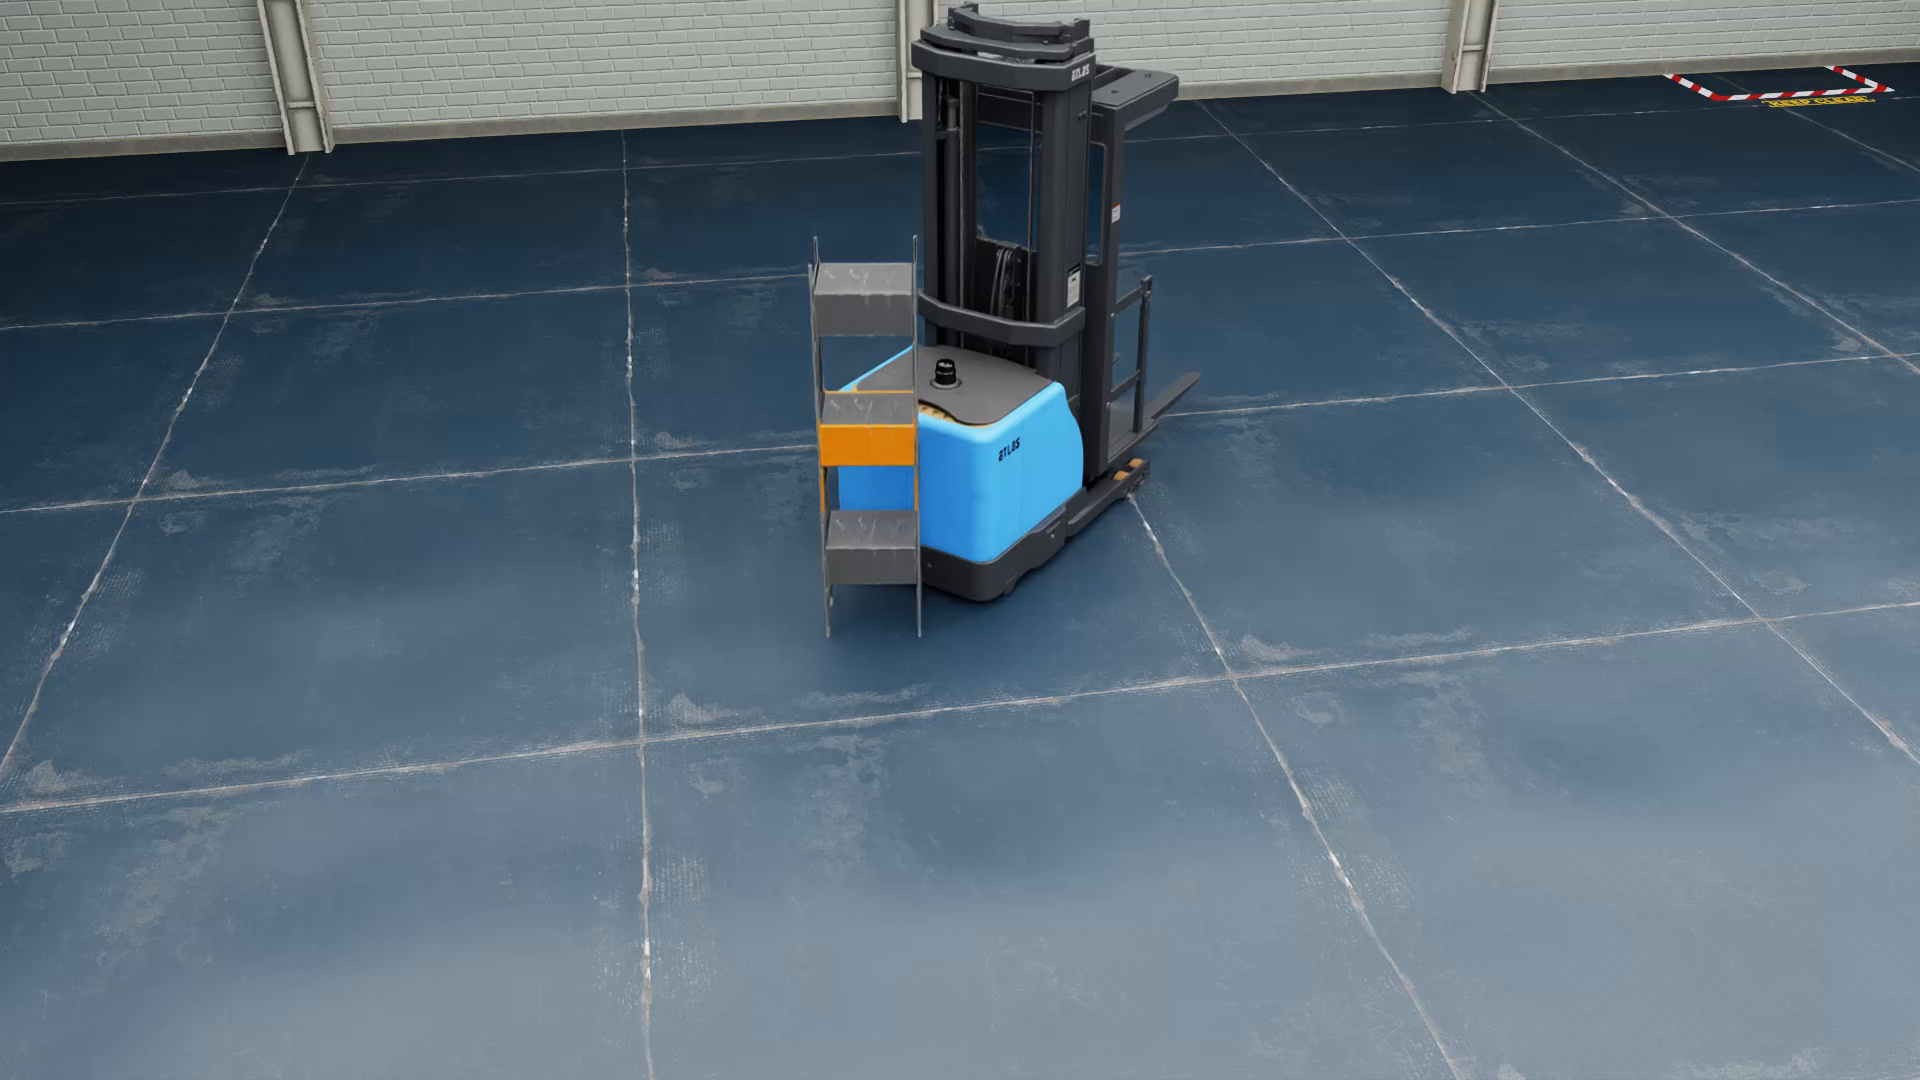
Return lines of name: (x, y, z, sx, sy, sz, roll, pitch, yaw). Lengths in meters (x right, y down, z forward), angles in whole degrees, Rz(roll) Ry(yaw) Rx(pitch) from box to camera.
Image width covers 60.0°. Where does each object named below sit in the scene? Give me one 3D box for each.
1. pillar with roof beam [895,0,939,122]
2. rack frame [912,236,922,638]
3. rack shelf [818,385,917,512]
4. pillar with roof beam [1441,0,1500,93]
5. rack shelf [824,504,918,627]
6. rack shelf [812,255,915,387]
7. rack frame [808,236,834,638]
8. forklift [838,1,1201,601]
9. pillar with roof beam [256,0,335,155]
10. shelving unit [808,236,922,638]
pillar with roof beam: (0.345, -6.101, 11.248, 0.400, 9.000, 9.100, -5, 31, -9)
rack frame: (-0.218, -0.485, 8.503, 0.015, 2.100, 0.400, 0, 30, 0)
rack shelf: (-0.462, -0.472, 8.508, 0.480, 0.518, 0.431, 0, 30, 0)
pillar with roof beam: (6.247, -6.649, 12.180, 0.400, 9.000, 9.100, -5, 31, -9)
rack shelf: (-0.462, 0.132, 8.863, 0.480, 0.518, 0.431, 0, 30, 0)
rack shelf: (-0.462, -1.075, 8.153, 0.480, 0.518, 0.431, 0, 30, 0)
rack frame: (-0.706, -0.482, 8.499, 0.015, 2.100, 0.400, 0, 30, 0)
forklift: (0.526, -1.637, 9.643, 1.130, 2.935, 3.031, 18, 35, 28)
pillar with roof beam: (-5.557, -5.553, 10.316, 0.400, 9.000, 9.100, -5, 31, -9)
shelving unit: (-0.462, -0.484, 8.501, 0.503, 2.100, 0.431, 0, 30, 0)
